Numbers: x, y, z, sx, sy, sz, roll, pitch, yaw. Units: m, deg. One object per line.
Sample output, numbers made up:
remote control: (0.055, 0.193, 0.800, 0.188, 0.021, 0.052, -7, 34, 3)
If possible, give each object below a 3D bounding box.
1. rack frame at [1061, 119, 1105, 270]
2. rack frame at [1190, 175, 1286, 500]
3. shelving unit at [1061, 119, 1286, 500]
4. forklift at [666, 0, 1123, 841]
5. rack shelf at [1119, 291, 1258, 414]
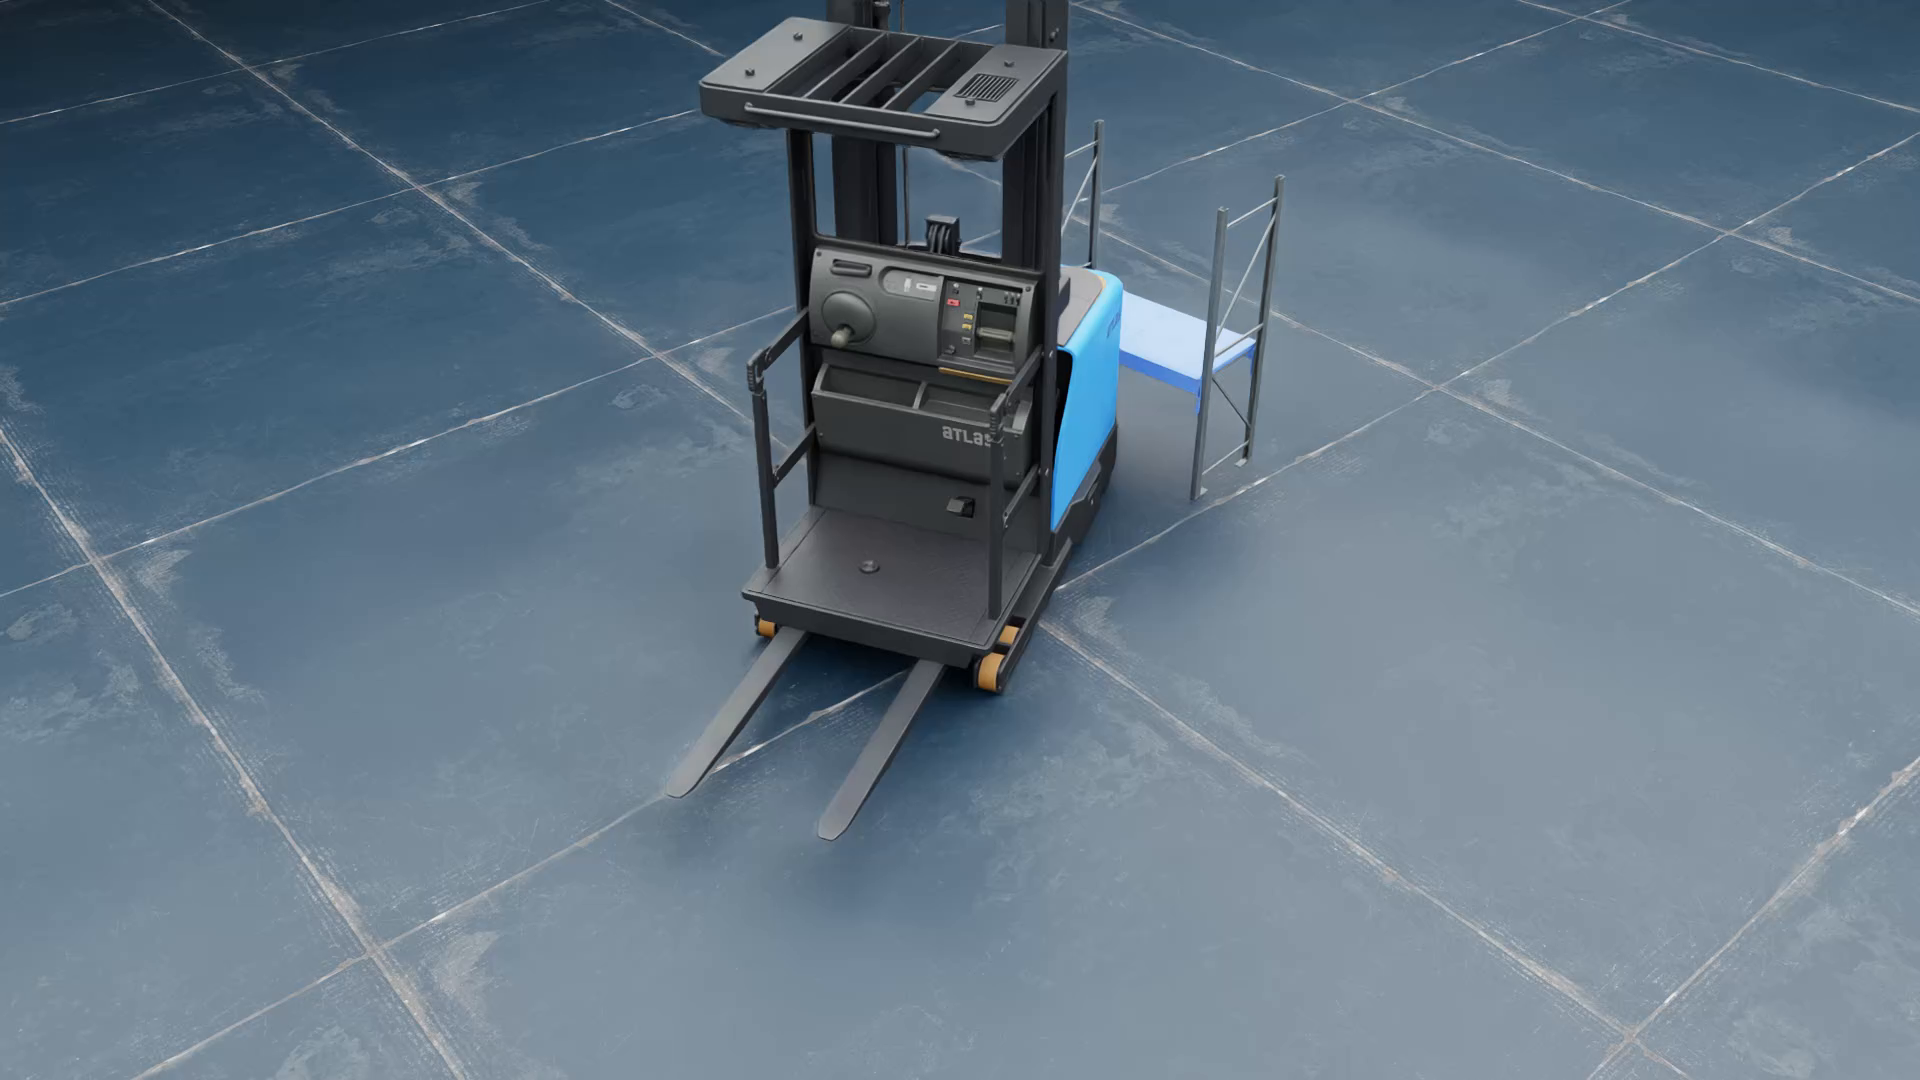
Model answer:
rack frame: (0.521, -1.304, 8.294, 0.032, 1.500, 0.500, 27, 43, 33)
rack frame: (1.286, -0.917, 7.747, 0.032, 1.500, 0.500, 27, 43, 33)
shelving unit: (0.903, -1.111, 8.020, 1.048, 1.500, 0.538, 27, 43, 33)
forklift: (-0.231, -0.840, 6.401, 1.130, 2.935, 3.031, 12, 37, 17)
rack shelf: (0.903, -0.964, 8.124, 1.000, 0.185, 0.538, 27, 43, 33)
